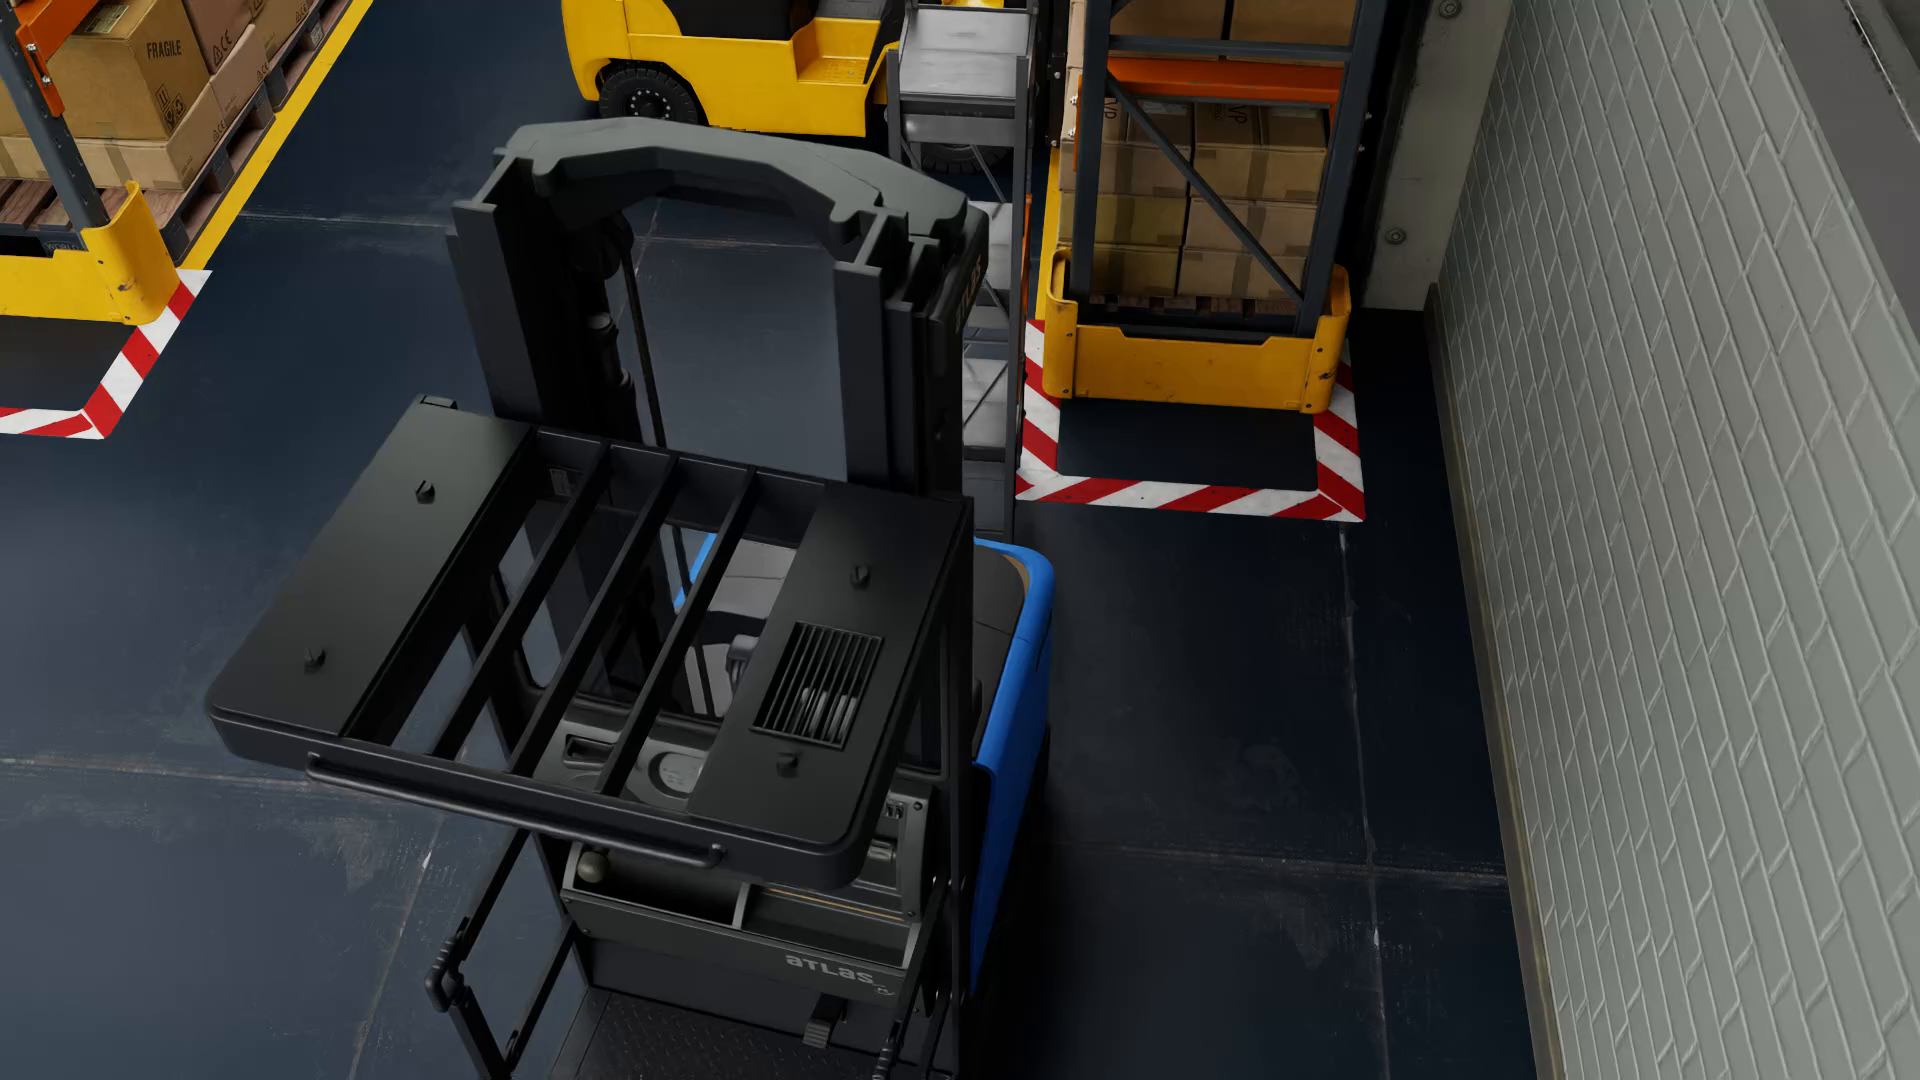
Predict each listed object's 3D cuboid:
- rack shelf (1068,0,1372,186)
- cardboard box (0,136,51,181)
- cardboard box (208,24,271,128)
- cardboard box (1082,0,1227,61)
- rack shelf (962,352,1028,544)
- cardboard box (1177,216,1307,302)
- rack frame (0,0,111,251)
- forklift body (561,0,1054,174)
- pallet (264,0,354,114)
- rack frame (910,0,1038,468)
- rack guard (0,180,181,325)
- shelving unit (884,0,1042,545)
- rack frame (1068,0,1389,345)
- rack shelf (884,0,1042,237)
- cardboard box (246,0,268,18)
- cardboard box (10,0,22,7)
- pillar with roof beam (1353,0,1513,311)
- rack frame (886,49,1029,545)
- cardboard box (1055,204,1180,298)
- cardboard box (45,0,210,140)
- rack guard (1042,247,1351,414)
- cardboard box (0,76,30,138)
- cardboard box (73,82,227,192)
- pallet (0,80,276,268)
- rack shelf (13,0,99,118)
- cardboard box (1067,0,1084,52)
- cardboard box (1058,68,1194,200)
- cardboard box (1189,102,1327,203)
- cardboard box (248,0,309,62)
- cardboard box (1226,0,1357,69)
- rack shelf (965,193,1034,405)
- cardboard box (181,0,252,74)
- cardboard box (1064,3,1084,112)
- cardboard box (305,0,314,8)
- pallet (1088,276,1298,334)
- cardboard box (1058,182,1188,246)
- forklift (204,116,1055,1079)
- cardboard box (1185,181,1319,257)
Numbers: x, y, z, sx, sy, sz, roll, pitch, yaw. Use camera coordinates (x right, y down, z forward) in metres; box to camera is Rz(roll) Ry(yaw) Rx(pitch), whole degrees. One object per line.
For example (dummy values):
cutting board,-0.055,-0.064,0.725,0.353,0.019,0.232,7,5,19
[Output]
rack shelf,1.114,-2.929,7.383,1.077,0.370,4.000,4,48,4
cardboard box,-4.204,-1.876,7.512,0.500,0.250,0.500,4,48,3
cardboard box,-3.608,-2.195,7.804,0.500,0.250,0.500,5,48,5
cardboard box,0.715,-2.115,6.084,0.500,0.500,0.500,3,48,3
rack shelf,0.015,-0.349,6.113,0.431,0.518,0.480,4,48,4
cardboard box,1.171,-1.263,6.952,0.500,0.250,0.500,4,48,4
rack frame,-4.011,-2.033,6.077,1.000,3.000,0.127,4,48,4
forklift body,-0.712,-2.932,7.474,2.313,2.155,1.214,4,48,4
pallet,-3.782,-2.636,8.518,1.003,0.211,1.213,4,48,4
rack frame,0.037,-1.010,5.750,0.400,2.100,0.015,4,48,4
rack guard,-4.005,-1.245,7.050,1.175,0.500,0.348,4,48,4
shelving unit,0.015,-0.830,5.586,0.431,2.100,0.503,4,48,4
rack frame,0.932,-1.702,5.774,1.000,3.000,0.127,4,48,4
rack shelf,0.015,-1.293,5.080,0.431,0.518,0.480,4,48,4
cardboard box,-3.564,-2.844,7.889,0.500,0.500,0.500,5,48,4
cardboard box,-3.774,-2.184,6.385,0.380,0.149,0.250,4,48,4
pillar with roof beam,-2.394,-4.467,4.237,9.100,9.000,0.400,4,48,4
rack frame,-0.007,-0.651,5.422,0.400,2.100,0.015,4,48,4
cardboard box,0.660,-1.282,6.969,0.500,0.250,0.500,4,48,4
cardboard box,-3.661,-2.091,7.201,0.500,0.500,0.500,2,48,2
rack guard,0.930,-0.841,6.680,1.175,0.500,0.348,4,48,4
cardboard box,-4.198,-2.106,7.214,0.500,0.500,0.500,4,48,4
cardboard box,-3.663,-1.821,7.461,0.500,0.250,0.500,4,48,3
pallet,-3.895,-1.742,7.700,1.003,0.211,1.213,4,48,4
rack shelf,-3.829,-3.260,7.686,1.077,0.370,4.000,4,48,4
cardboard box,0.740,-2.359,7.276,0.500,0.250,0.500,4,48,4
cardboard box,0.663,-1.612,6.593,0.500,0.250,0.500,5,48,5
cardboard box,1.164,-1.594,6.576,0.500,0.250,0.500,3,48,3
cardboard box,-3.571,-2.597,8.172,0.500,0.250,0.500,7,48,6
cardboard box,1.254,-2.081,6.053,0.500,0.500,0.500,5,48,5
rack shelf,0.015,-0.821,5.596,0.431,0.518,0.480,4,48,4
cardboard box,-3.618,-2.476,7.552,0.500,0.500,0.500,2,48,2
cardboard box,0.704,-1.988,6.937,0.500,0.250,0.500,5,48,4
cardboard box,-3.523,-2.968,8.511,0.500,0.250,0.500,5,48,4
pallet,0.960,-1.326,7.319,1.003,0.211,1.213,4,48,4
cardboard box,0.665,-1.463,6.795,0.500,0.250,0.500,3,48,3
forklift,-0.575,0.734,3.592,1.130,2.935,3.031,11,48,10
cardboard box,1.182,-1.416,6.752,0.500,0.250,0.500,5,48,4
